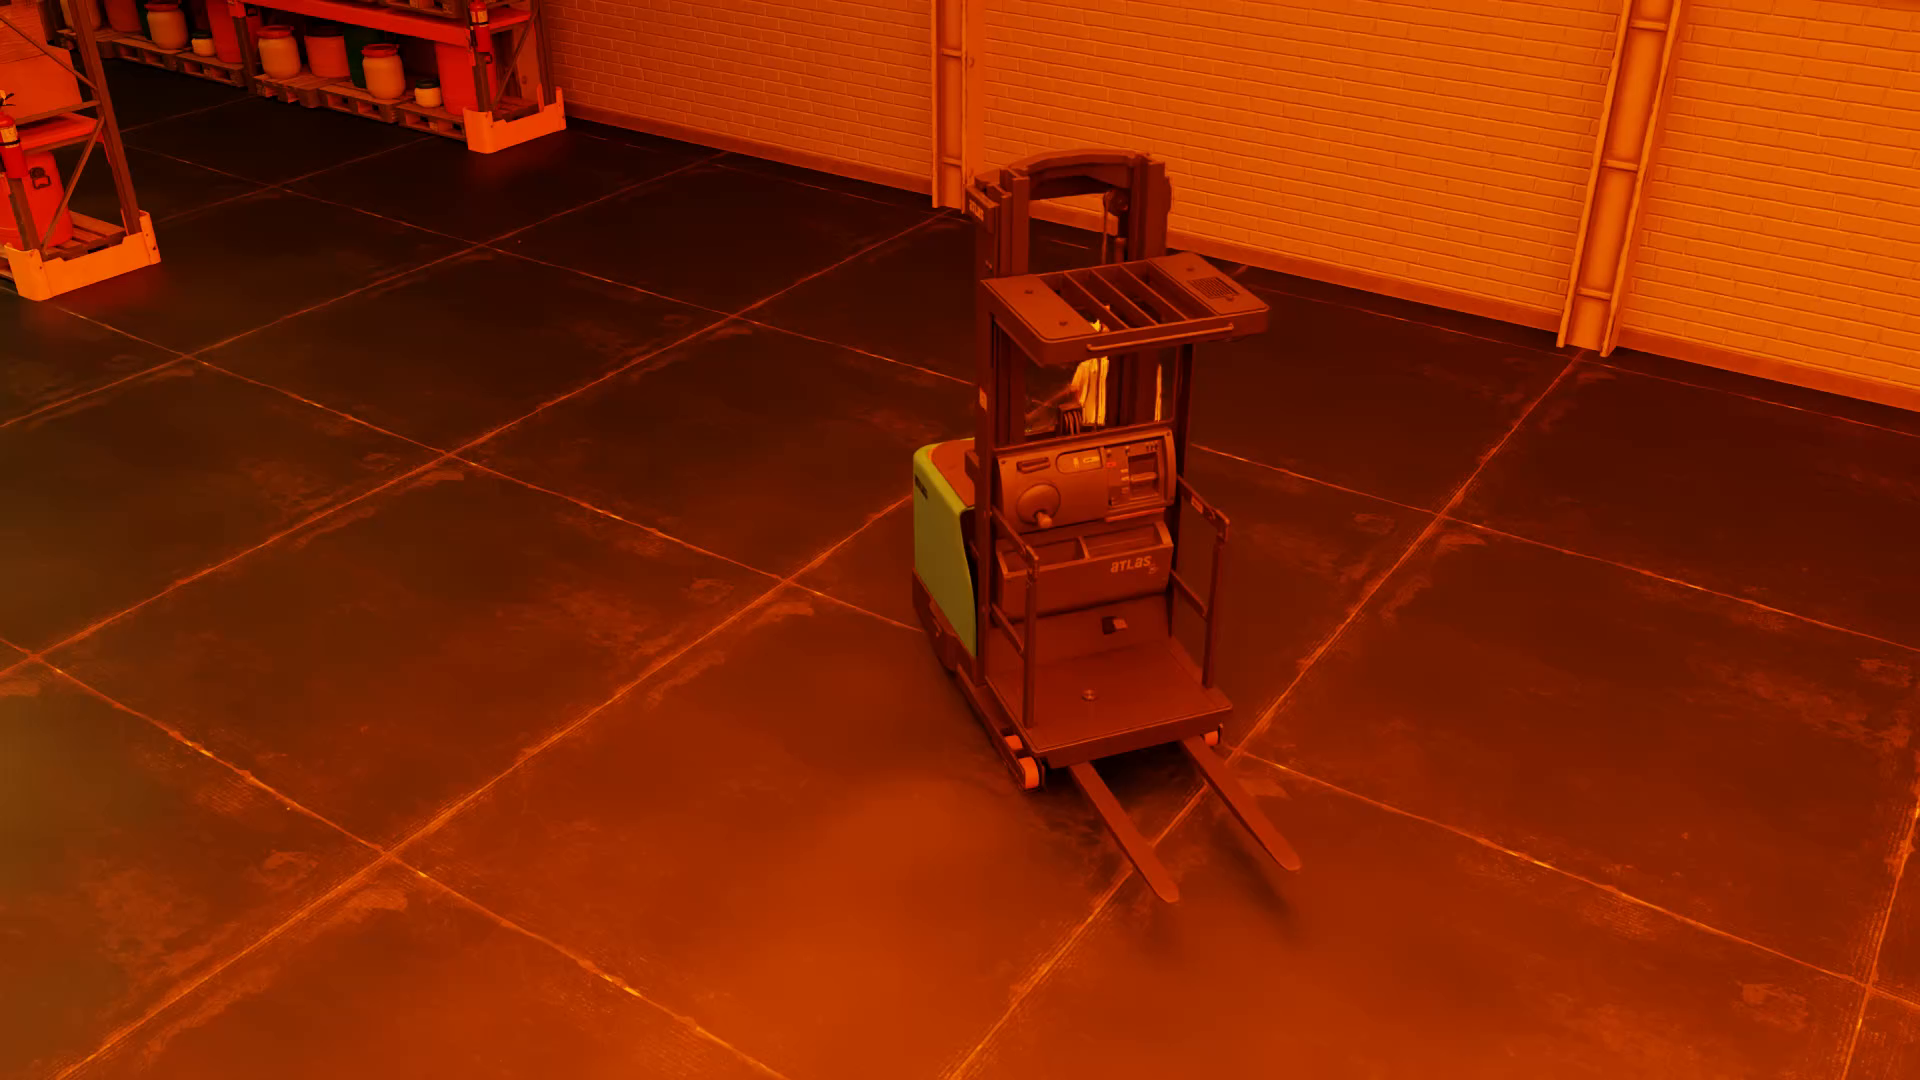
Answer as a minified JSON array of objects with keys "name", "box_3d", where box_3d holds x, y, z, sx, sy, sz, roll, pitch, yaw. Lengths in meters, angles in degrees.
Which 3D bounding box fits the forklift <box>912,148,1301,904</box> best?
[{"name":"forklift","box_3d":[0.706,-0.249,8.010,1.130,2.935,3.031,-10,32,-17]}]

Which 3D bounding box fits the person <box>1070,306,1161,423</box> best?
[{"name":"person","box_3d":[0.935,-0.726,10.102,0.585,1.739,0.935,-16,34,-25]}]
